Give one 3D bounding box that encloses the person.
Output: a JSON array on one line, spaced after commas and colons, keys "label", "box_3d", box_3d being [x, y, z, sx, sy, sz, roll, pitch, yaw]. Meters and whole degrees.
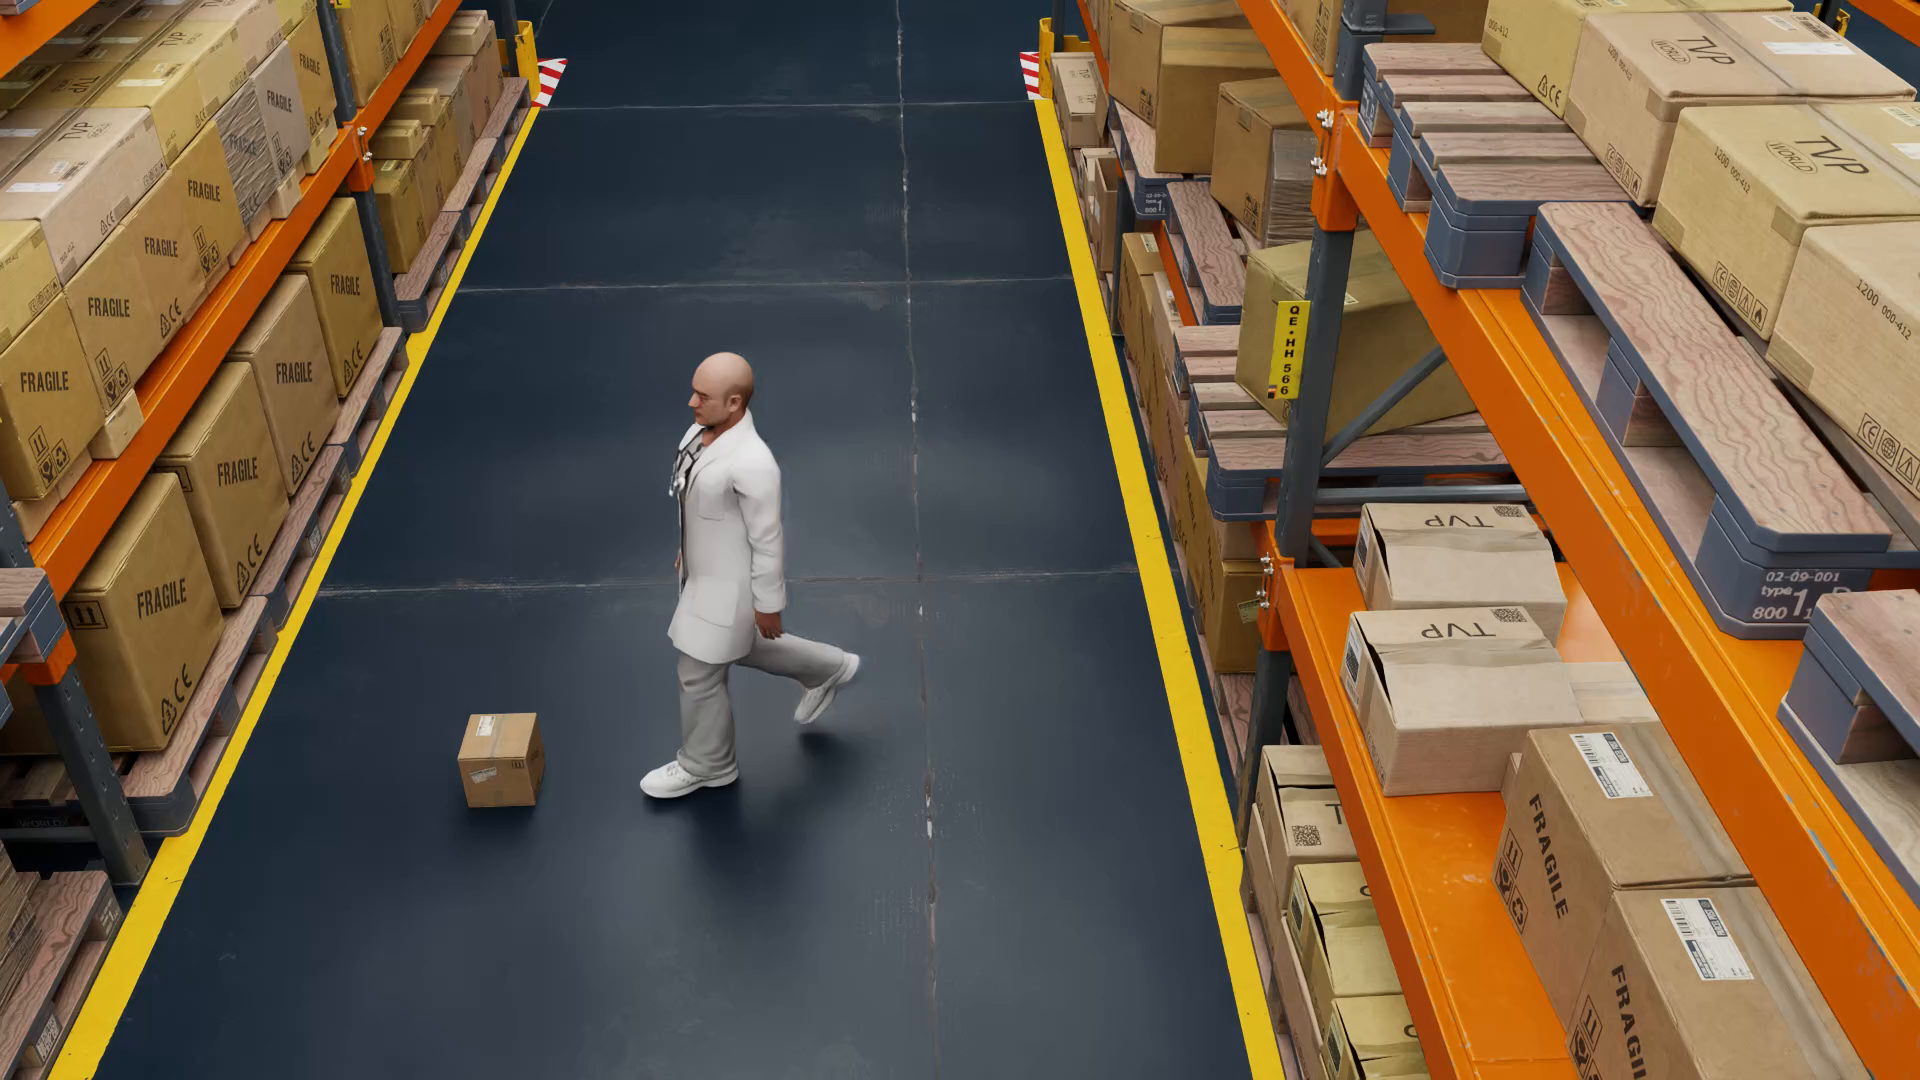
[{"label": "person", "box_3d": [-0.808, 0.104, 5.999, 0.915, 1.752, 0.589, -11, 36, -16]}]
